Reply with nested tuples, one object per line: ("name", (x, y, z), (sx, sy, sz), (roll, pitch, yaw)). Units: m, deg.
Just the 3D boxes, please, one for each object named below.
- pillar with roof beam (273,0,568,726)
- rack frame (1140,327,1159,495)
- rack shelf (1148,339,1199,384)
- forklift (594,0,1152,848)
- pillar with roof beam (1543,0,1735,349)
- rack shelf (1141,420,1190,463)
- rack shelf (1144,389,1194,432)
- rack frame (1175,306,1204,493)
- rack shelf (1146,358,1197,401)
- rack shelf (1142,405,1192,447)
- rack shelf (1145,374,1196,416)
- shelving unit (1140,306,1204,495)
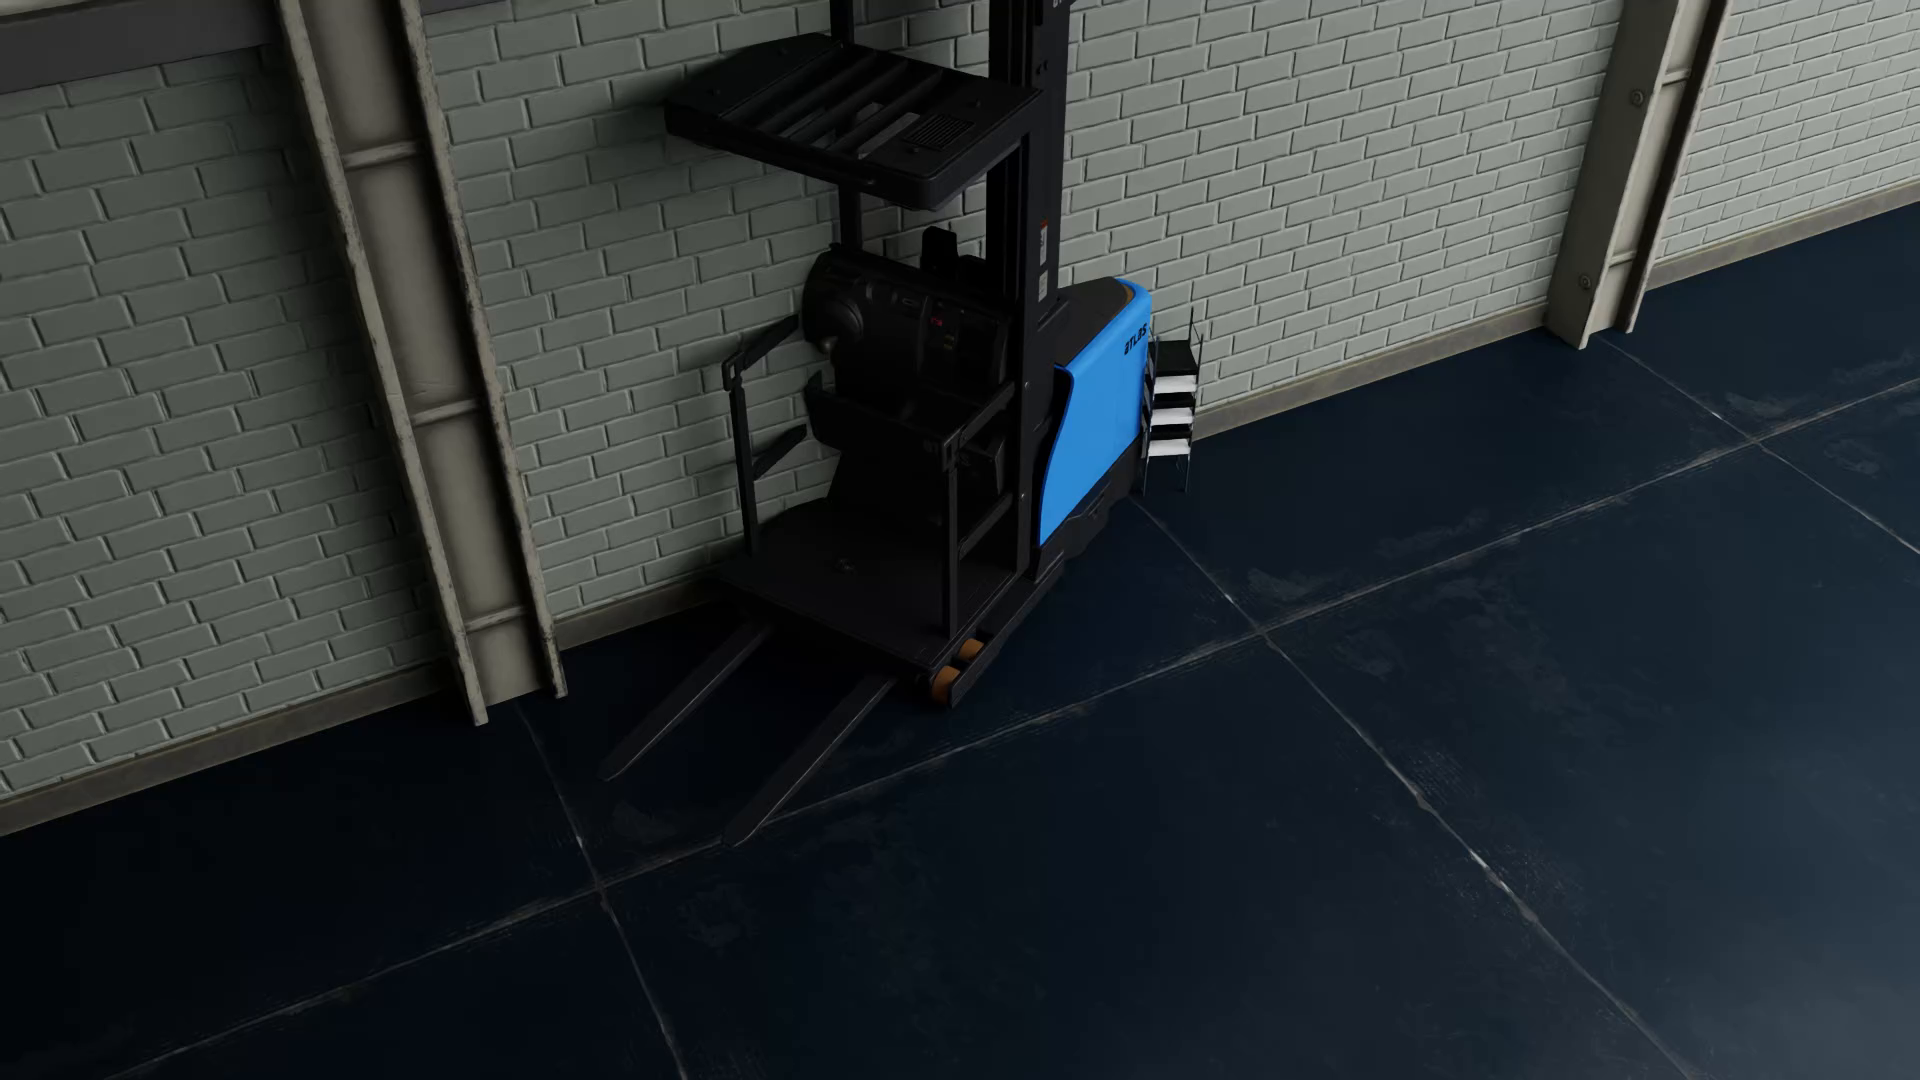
("pillar with roof beam", (0.100, -0.348, 1.185), (0.400, 9.000, 9.100), (-19, 44, -21))
("rack frame", (0.872, -0.635, 7.793), (0.006, 0.900, 0.240), (-4, 40, -4))
("rack shelf", (0.973, -0.822, 7.647), (0.200, 0.077, 0.258), (-4, 40, -4))
("forklift", (-0.326, -0.774, 6.384), (1.130, 2.935, 3.031), (21, 45, 23))
("pillar with roof beam", (5.422, -2.138, 3.300), (0.400, 9.000, 9.100), (-19, 44, -21))
("rack shelf", (0.973, -0.479, 7.938), (0.200, 0.077, 0.258), (-4, 40, -4))
("rack shelf", (0.973, -0.616, 7.822), (0.200, 0.077, 0.258), (-4, 40, -4))
("rack frame", (1.074, -0.648, 7.808), (0.006, 0.900, 0.240), (-4, 40, -4))
("rack shelf", (0.973, -0.753, 7.705), (0.200, 0.077, 0.258), (-4, 40, -4))
("rack shelf", (0.973, -0.547, 7.880), (0.200, 0.077, 0.258), (-4, 40, -4))
("rack shelf", (0.973, -0.685, 7.764), (0.200, 0.077, 0.258), (-4, 40, -4))
("shelving unit", (0.973, -0.641, 7.800), (0.210, 0.900, 0.258), (-4, 40, -4))
